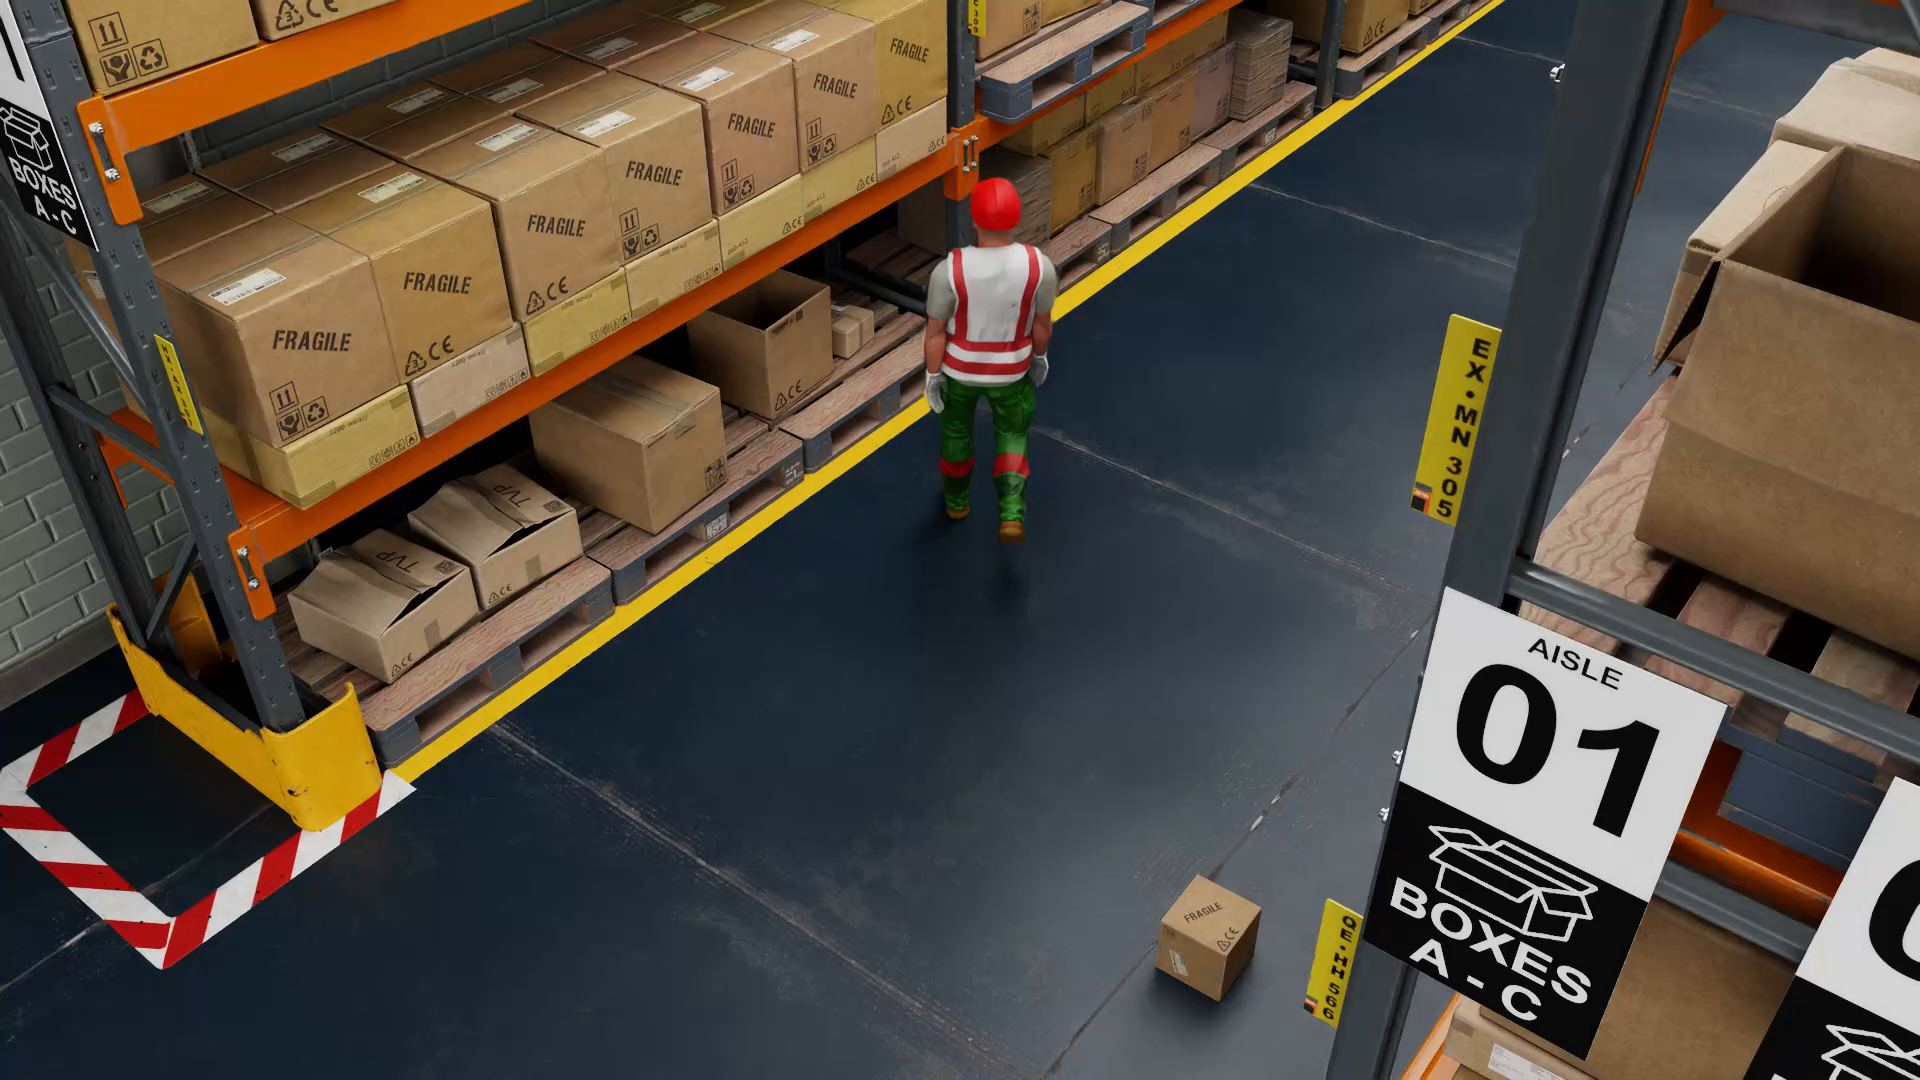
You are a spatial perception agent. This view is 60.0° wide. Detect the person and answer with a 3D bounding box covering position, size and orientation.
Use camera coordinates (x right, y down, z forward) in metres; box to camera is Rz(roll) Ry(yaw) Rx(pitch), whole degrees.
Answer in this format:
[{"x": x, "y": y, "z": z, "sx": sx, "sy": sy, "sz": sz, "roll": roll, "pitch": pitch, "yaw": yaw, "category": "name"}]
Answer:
[{"x": 0.118, "y": -0.730, "z": 7.045, "sx": 0.546, "sy": 1.769, "sz": 0.780, "roll": -2, "pitch": 39, "yaw": -2, "category": "person"}]
